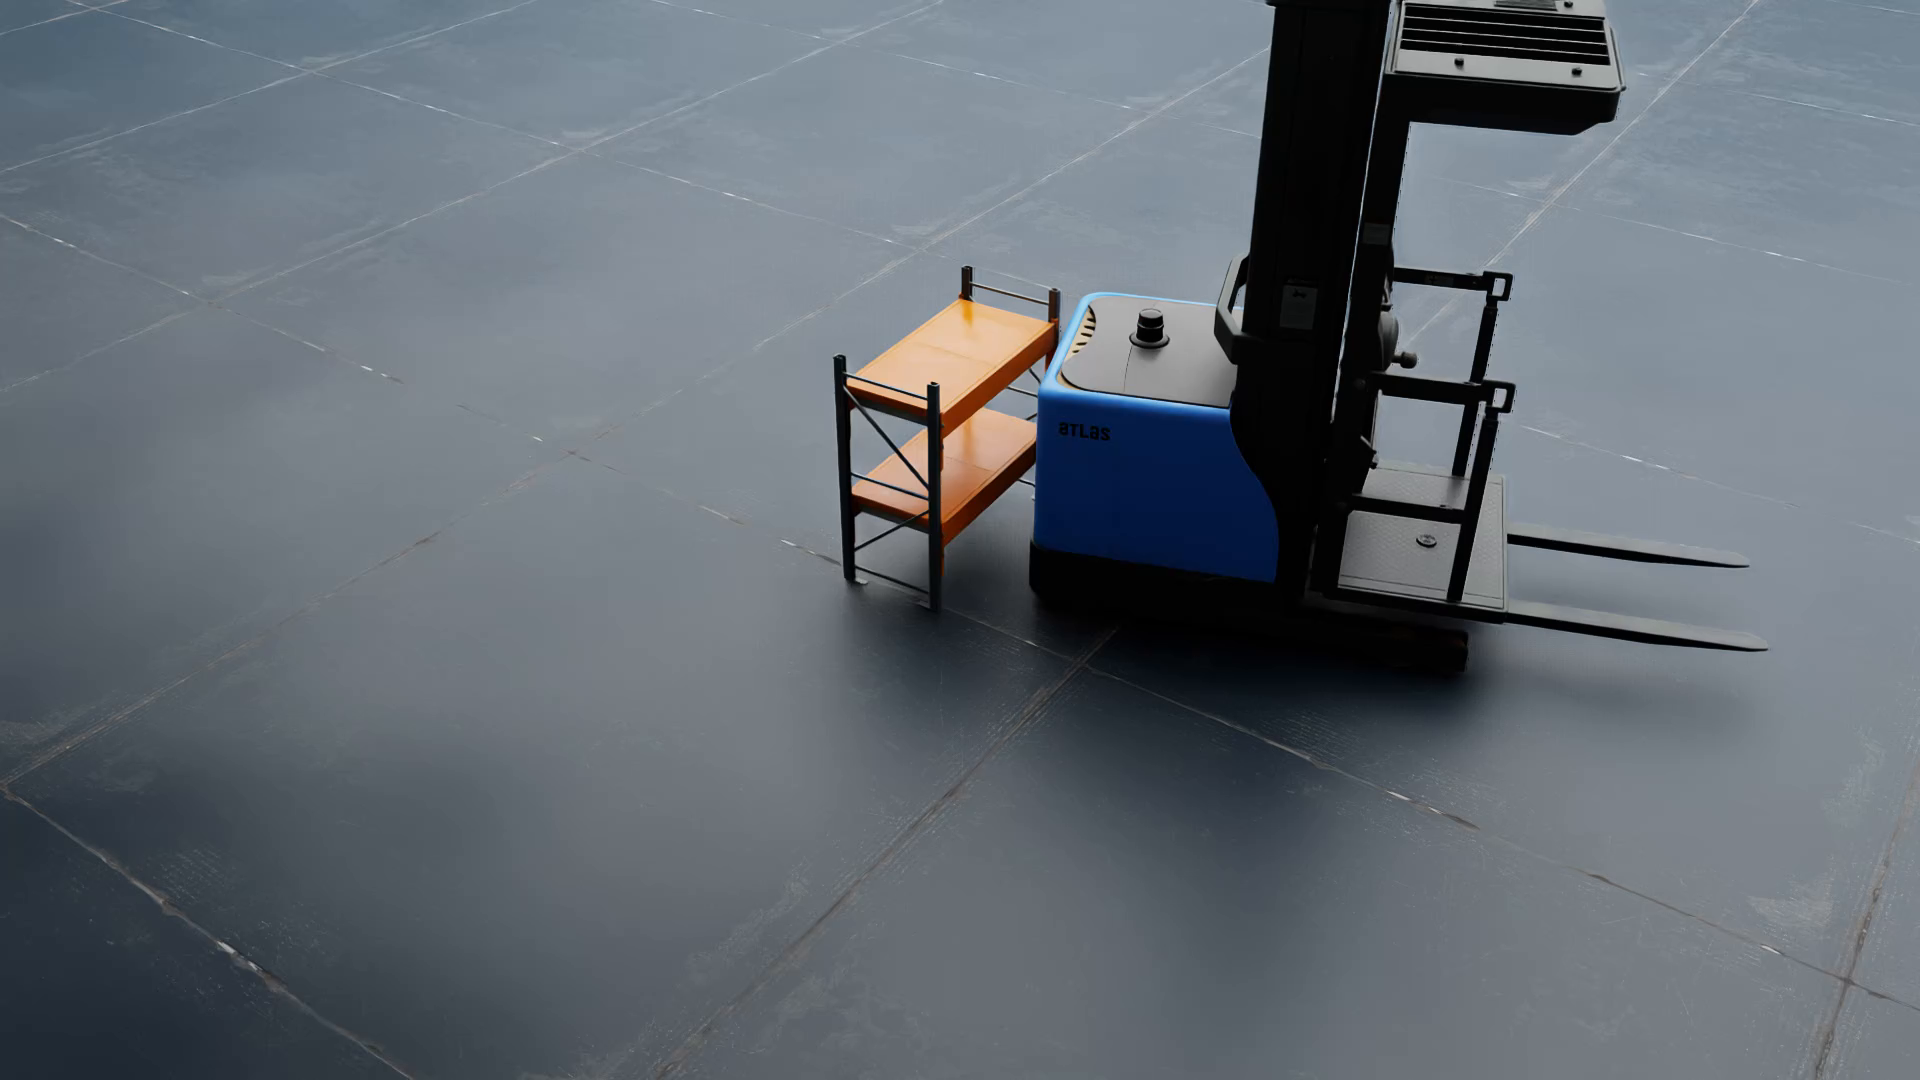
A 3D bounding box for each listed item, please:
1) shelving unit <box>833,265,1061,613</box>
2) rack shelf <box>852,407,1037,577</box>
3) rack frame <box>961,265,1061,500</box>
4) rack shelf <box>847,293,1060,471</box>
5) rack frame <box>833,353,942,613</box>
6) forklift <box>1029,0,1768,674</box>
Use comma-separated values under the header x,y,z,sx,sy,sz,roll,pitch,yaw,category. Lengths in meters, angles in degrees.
x,y,z,sx,sy,sz,roll,pitch,yaw,category
-0.038,-0.470,7.442,0.538,1.125,1.048,19,38,26,shelving unit
-0.038,-0.268,7.578,0.538,0.278,1.000,19,38,26,rack shelf
0.227,-0.714,7.801,0.500,1.125,0.032,19,38,26,rack frame
-0.038,-0.713,7.278,0.538,0.278,1.000,19,38,26,rack shelf
-0.302,-0.227,7.082,0.500,1.125,0.032,19,38,26,rack frame
1.879,-0.986,6.592,3.031,2.935,1.130,8,35,12,forklift
